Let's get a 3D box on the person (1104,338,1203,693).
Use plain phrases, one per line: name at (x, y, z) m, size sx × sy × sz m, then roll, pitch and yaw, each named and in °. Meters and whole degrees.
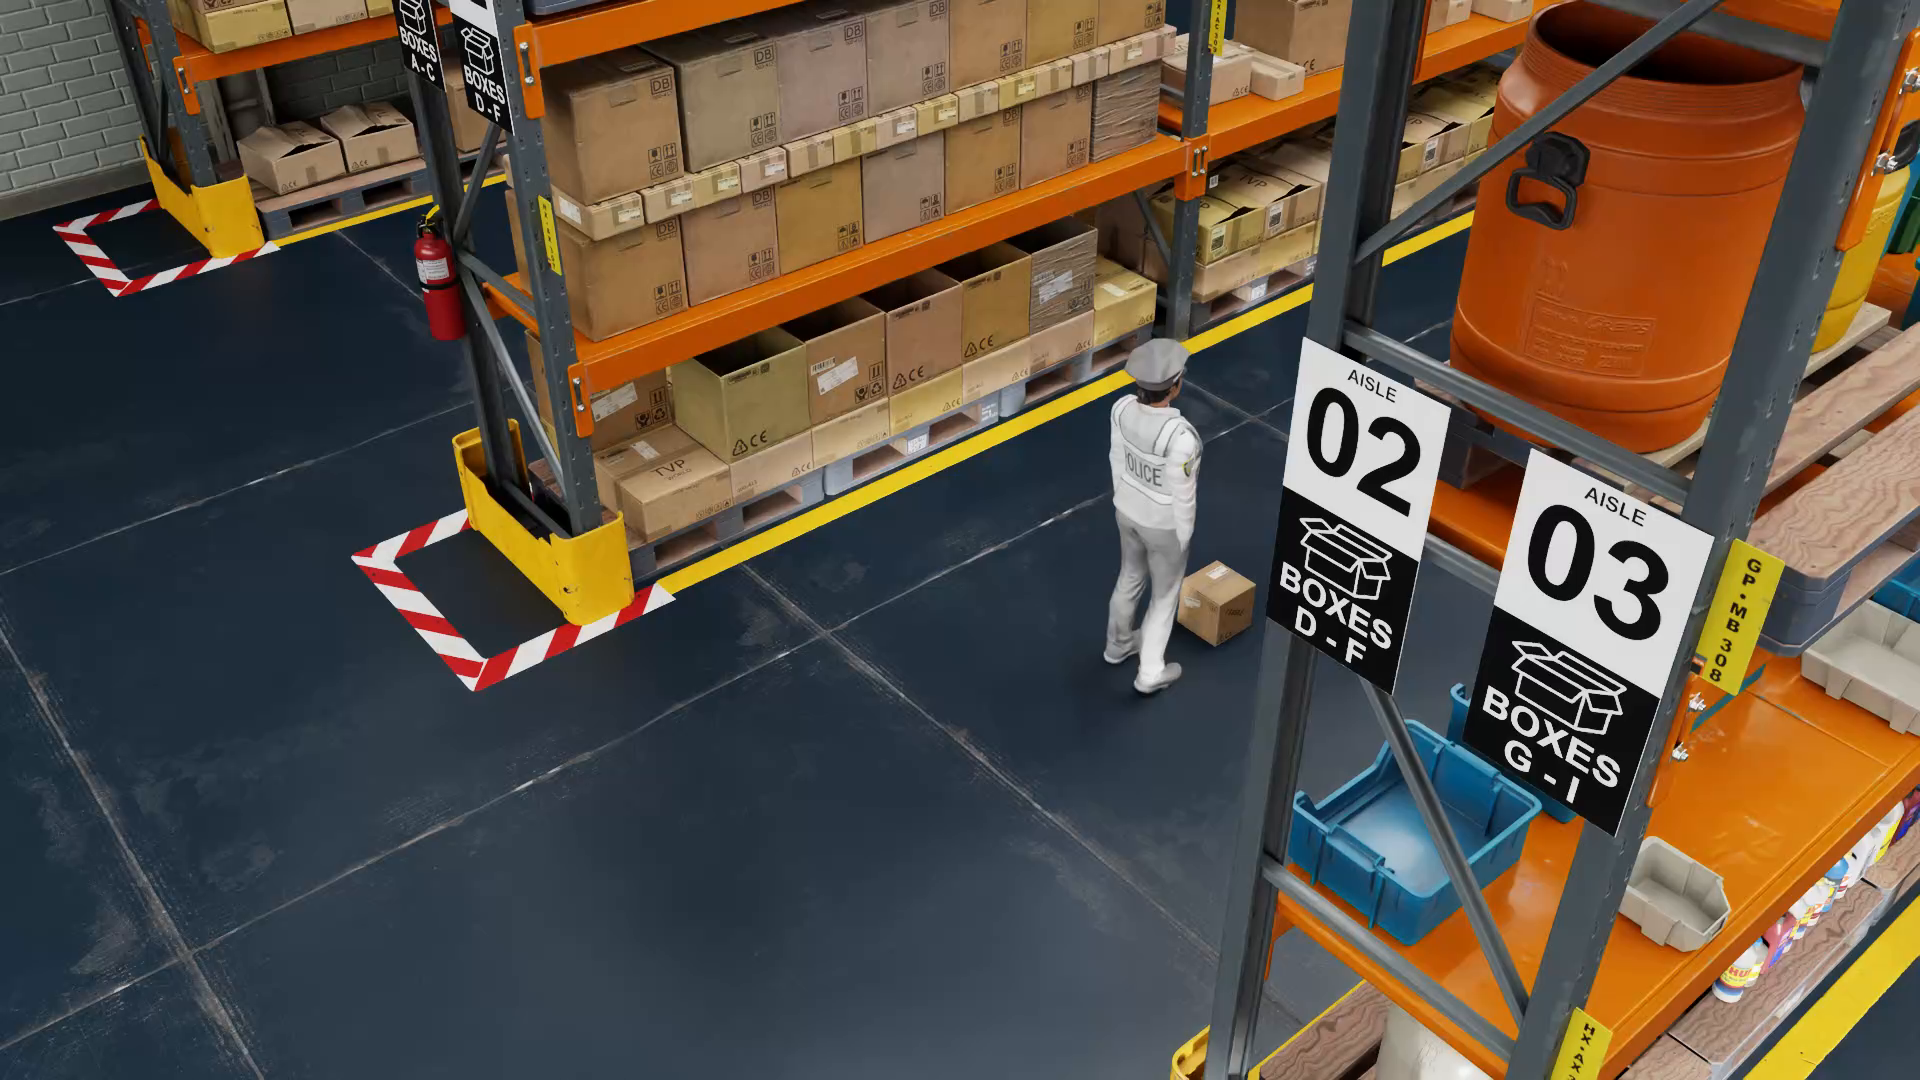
person at (0.834, -0.100, 7.217) m, size 0.343 × 1.701 × 0.465 m, roll -25°, pitch 43°, yaw -30°
